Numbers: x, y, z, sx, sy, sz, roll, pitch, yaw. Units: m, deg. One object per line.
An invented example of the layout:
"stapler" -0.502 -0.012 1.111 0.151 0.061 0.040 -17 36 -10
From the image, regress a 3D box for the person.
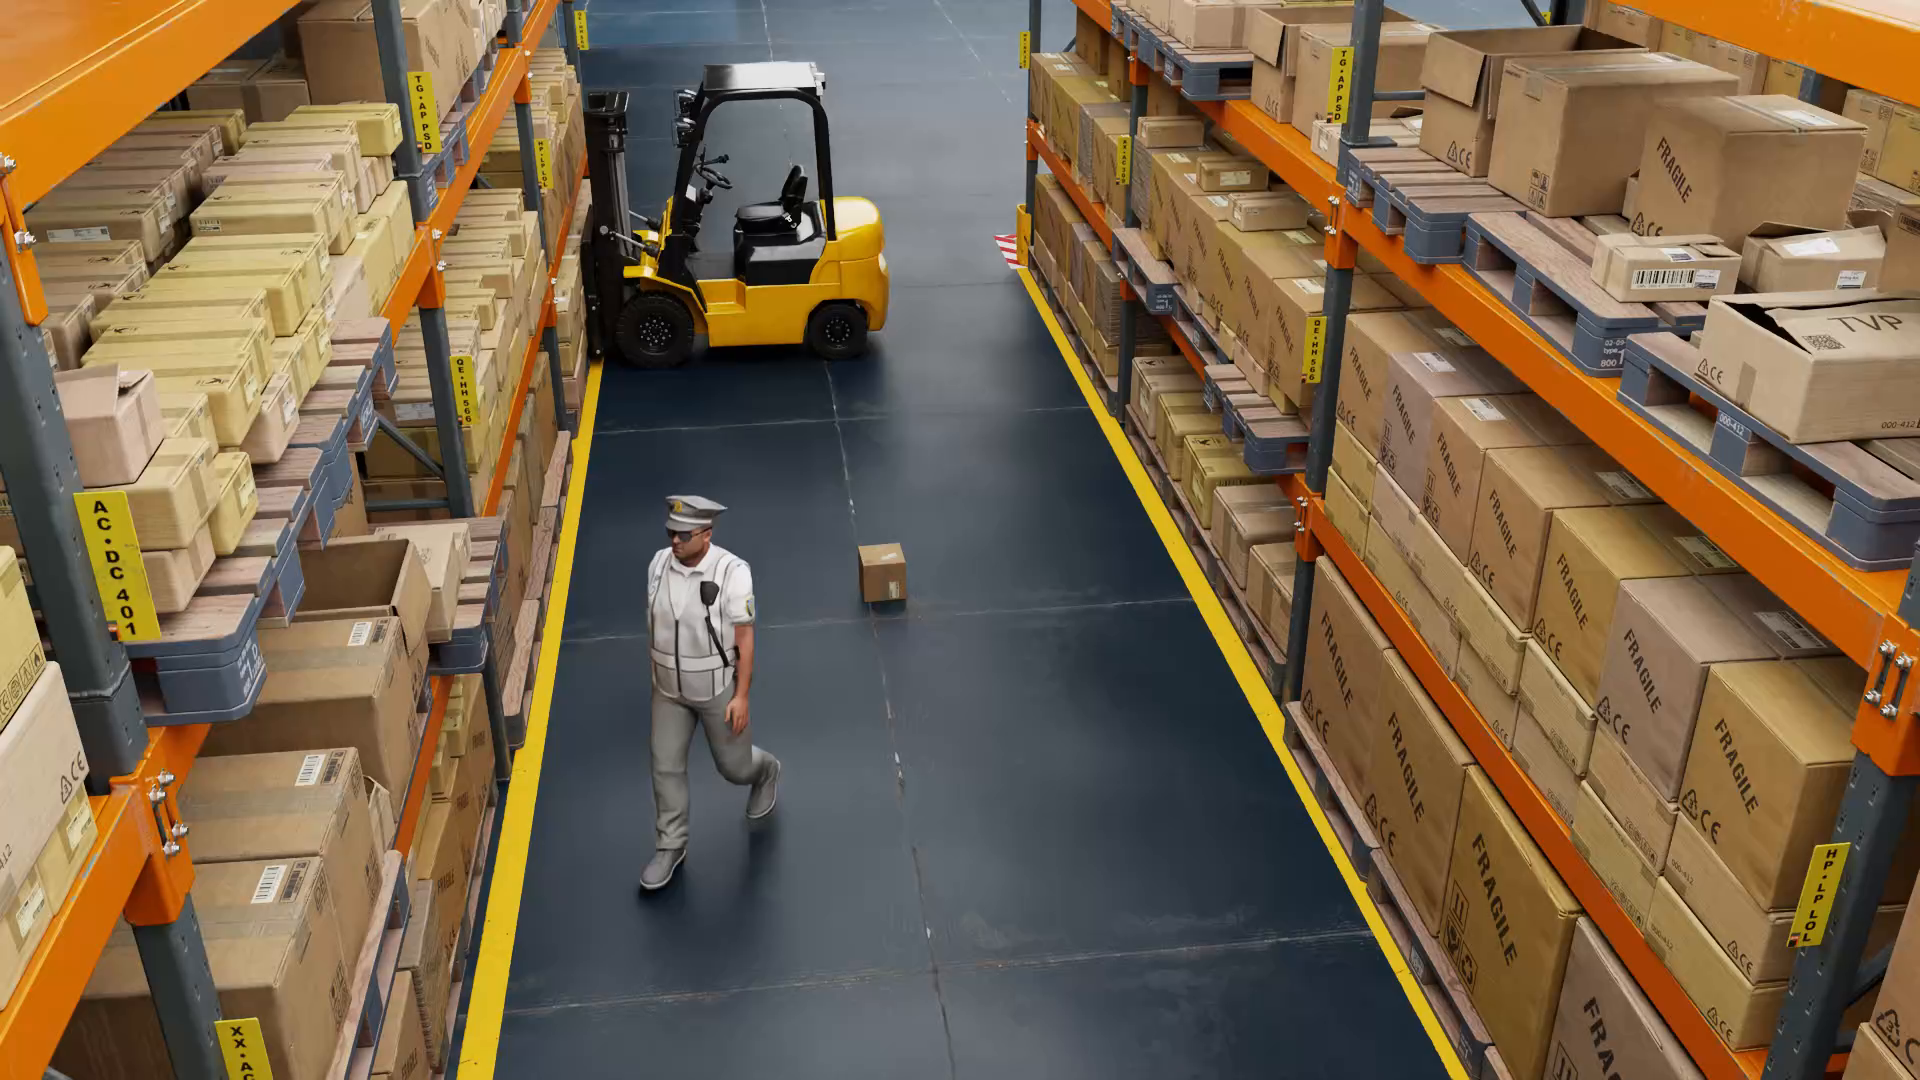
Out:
"person" -1.160 0.625 7.339 0.536 1.741 0.853 7 28 14
